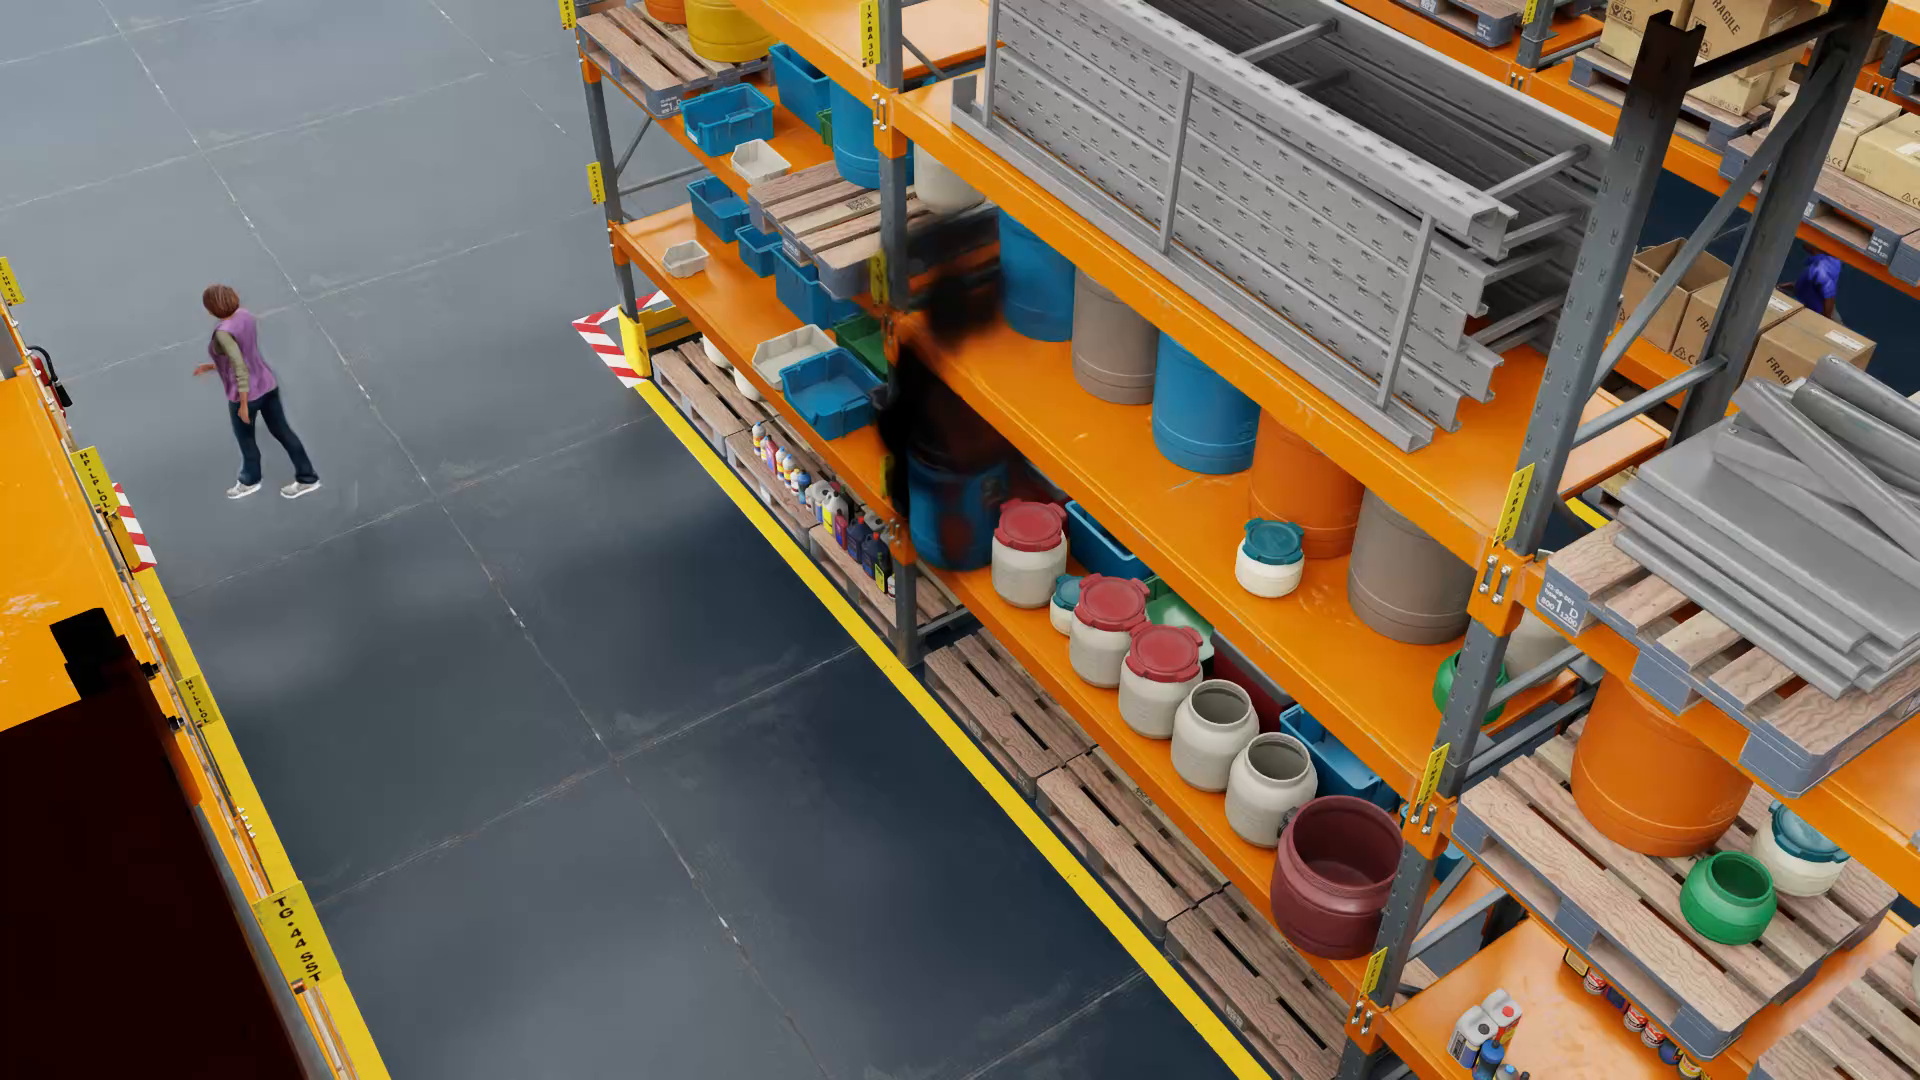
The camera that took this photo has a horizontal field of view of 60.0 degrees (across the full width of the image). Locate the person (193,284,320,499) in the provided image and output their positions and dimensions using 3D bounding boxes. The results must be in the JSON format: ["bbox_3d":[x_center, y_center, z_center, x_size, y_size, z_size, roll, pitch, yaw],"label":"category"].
[{"bbox_3d":[-4.783,-0.975,11.208,0.684,1.613,0.514,10,44,11],"label":"person"}]

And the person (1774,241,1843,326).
[{"bbox_3d":[6.271,-1.602,12.361,0.819,1.538,0.586,30,50,29],"label":"person"}]
